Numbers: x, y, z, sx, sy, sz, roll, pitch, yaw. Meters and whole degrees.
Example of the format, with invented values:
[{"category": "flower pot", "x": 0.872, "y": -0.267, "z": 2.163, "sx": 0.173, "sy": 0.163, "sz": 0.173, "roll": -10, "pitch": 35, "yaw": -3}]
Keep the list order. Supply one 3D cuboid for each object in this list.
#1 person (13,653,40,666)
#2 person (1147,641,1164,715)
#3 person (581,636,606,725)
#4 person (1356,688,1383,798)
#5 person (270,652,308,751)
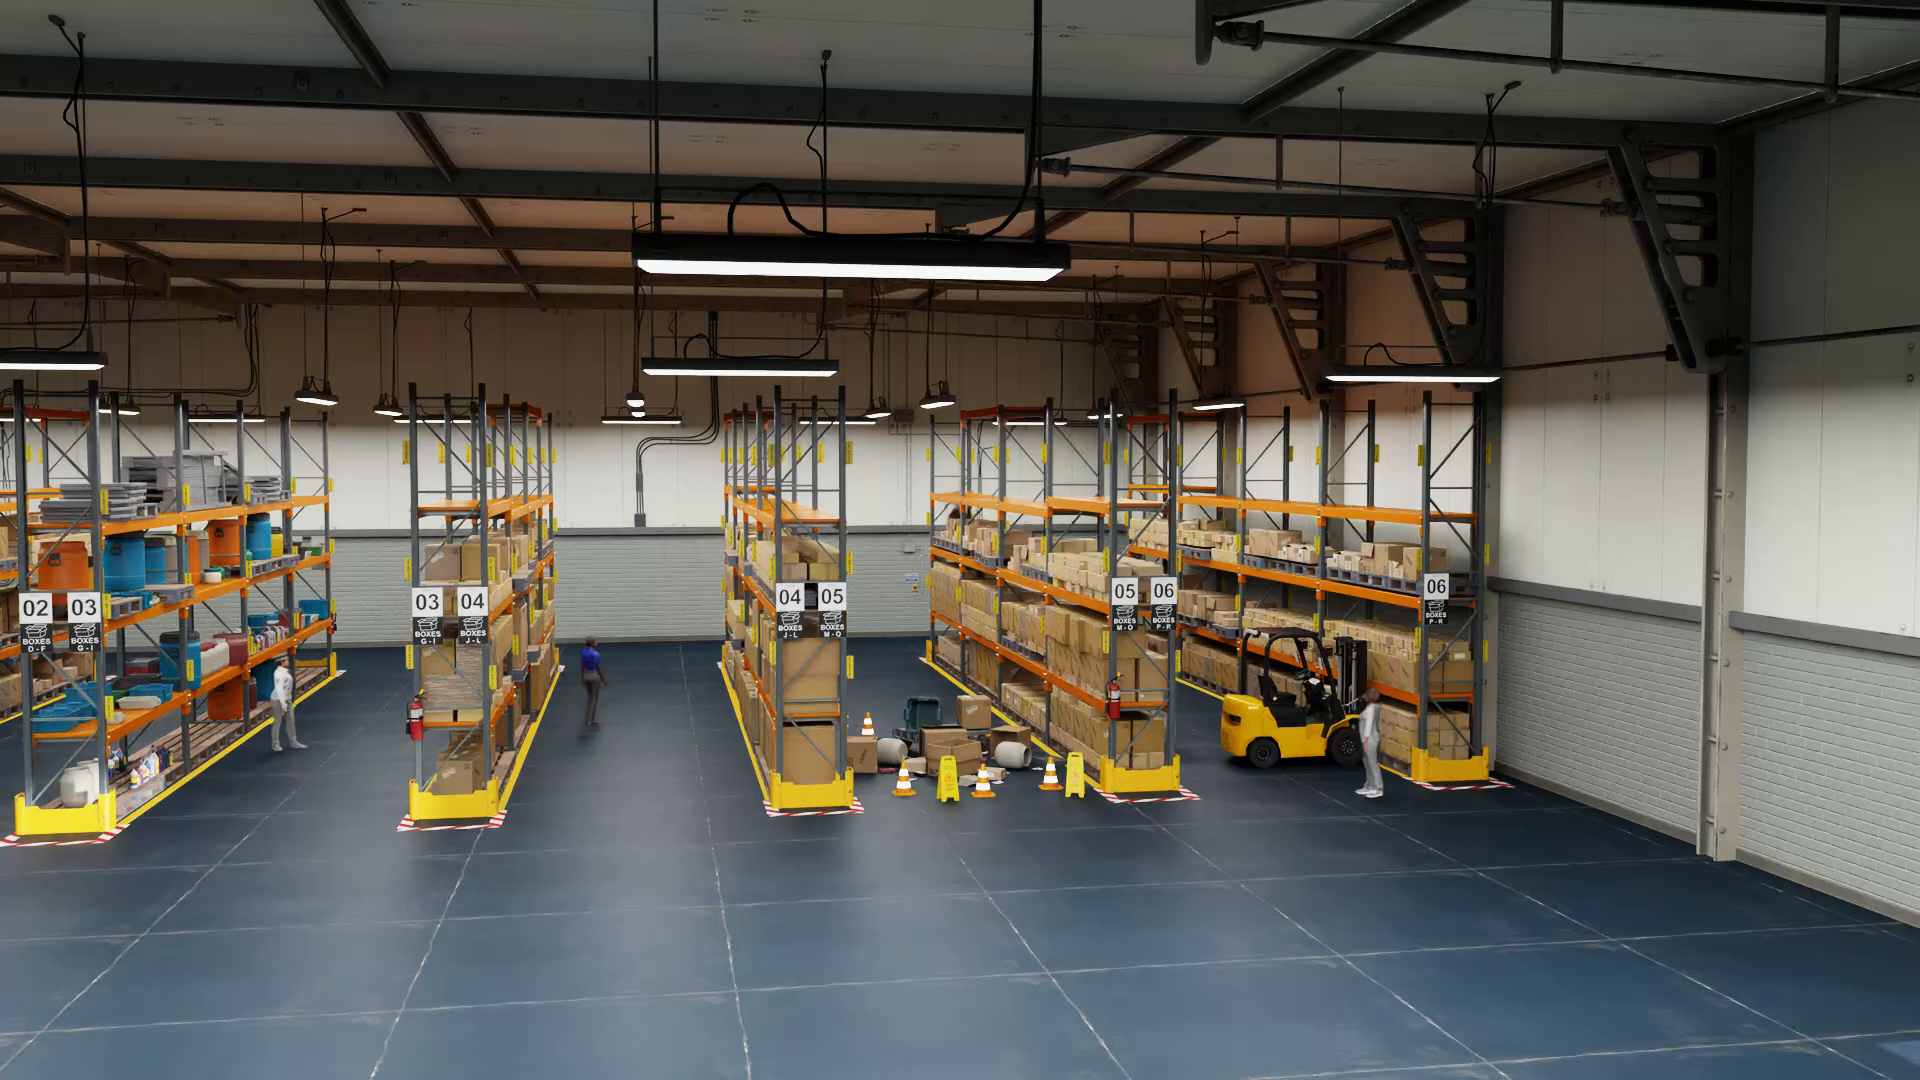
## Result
[{"category": "person", "x": -21.805, "y": 2.204, "z": 38.893, "sx": 0.597, "sy": 1.639, "sz": 0.523, "roll": 1, "pitch": 3, "yaw": 22}, {"category": "person", "x": 3.426, "y": 2.650, "z": 29.824, "sx": 0.469, "sy": 1.693, "sz": 0.676, "roll": -1, "pitch": 3, "yaw": -13}, {"category": "person", "x": -6.813, "y": 2.614, "z": 30.890, "sx": 0.478, "sy": 1.689, "sz": 0.462, "roll": 1, "pitch": 3, "yaw": 25}, {"category": "person", "x": 6.024, "y": 2.962, "z": 24.399, "sx": 0.377, "sy": 1.608, "sz": 0.488, "roll": 0, "pitch": 3, "yaw": 7}, {"category": "person", "x": -11.463, "y": 2.743, "z": 28.236, "sx": 0.536, "sy": 1.682, "sz": 0.549, "roll": 0, "pitch": 3, "yaw": 8}]
